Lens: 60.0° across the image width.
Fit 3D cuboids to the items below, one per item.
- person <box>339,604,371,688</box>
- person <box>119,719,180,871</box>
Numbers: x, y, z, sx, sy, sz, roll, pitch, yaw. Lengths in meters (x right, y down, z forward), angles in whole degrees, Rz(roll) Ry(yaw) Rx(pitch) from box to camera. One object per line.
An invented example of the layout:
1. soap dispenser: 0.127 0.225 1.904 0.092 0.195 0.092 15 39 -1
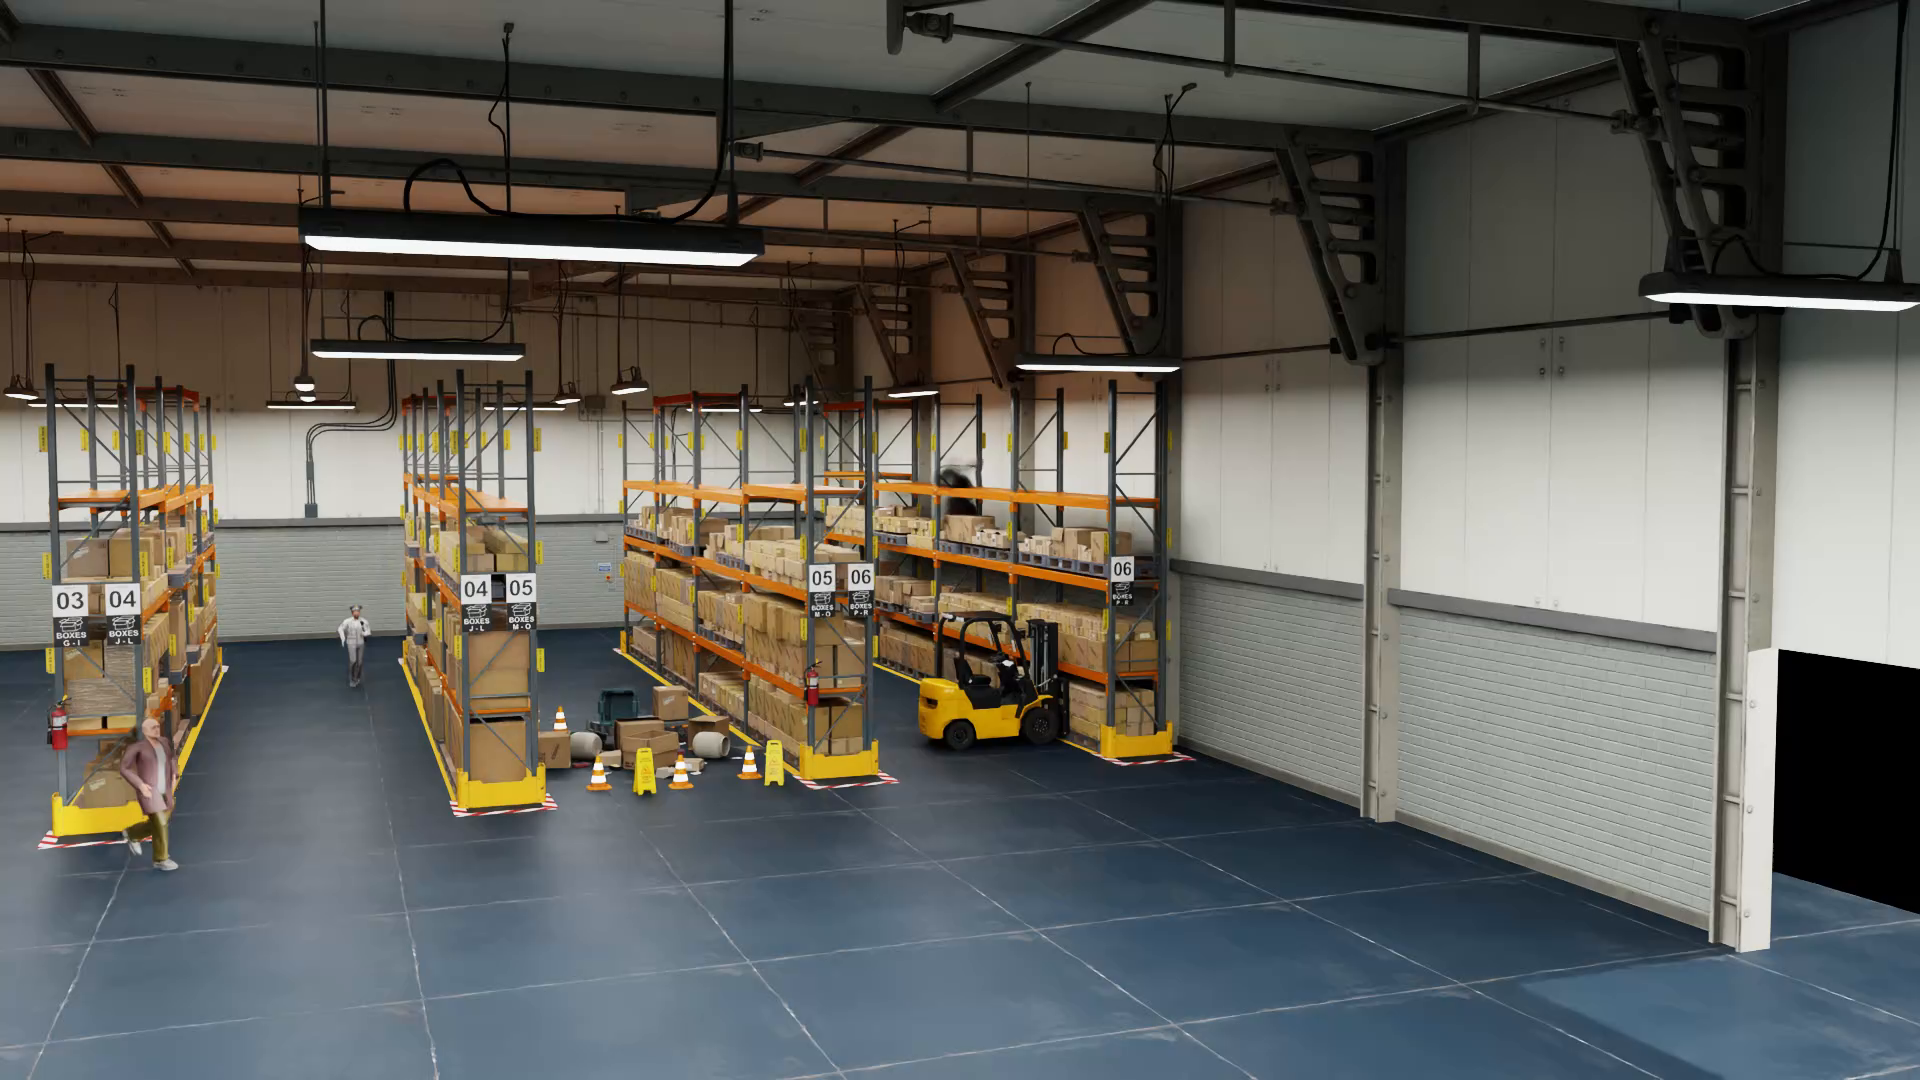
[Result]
1. person: -12.366 2.168 34.045 0.578 1.712 0.690 -2 4 -31
2. person: -9.546 2.972 19.577 0.871 1.773 0.708 1 4 24
